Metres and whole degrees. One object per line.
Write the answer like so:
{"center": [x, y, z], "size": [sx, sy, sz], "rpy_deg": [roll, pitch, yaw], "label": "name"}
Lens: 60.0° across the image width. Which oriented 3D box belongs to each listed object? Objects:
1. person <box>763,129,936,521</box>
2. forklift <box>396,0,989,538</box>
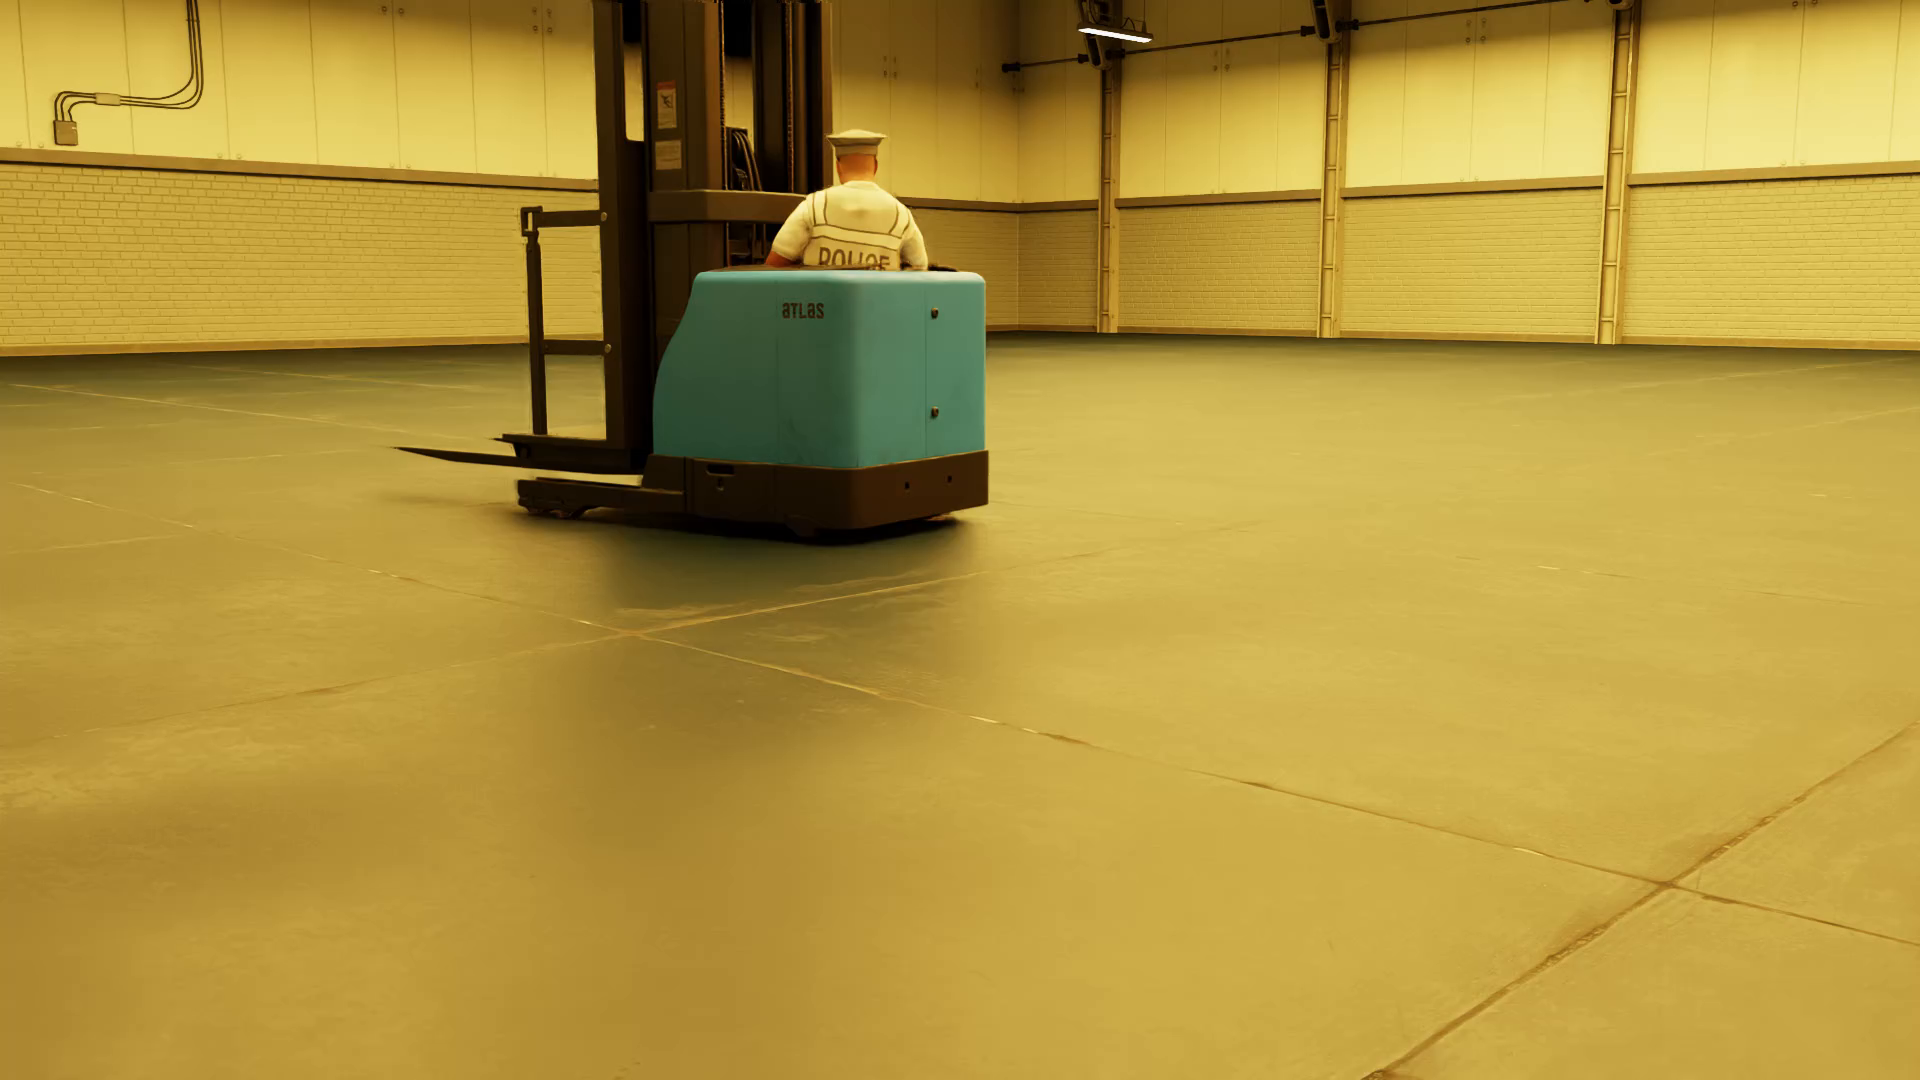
{"center": [-0.480, -0.887, 7.050], "size": [0.795, 1.648, 0.630], "rpy_deg": [-2, 9, -10], "label": "person"}
{"center": [-1.379, -1.604, 7.527], "size": [3.031, 2.935, 1.130], "rpy_deg": [6, 10, 34], "label": "forklift"}
